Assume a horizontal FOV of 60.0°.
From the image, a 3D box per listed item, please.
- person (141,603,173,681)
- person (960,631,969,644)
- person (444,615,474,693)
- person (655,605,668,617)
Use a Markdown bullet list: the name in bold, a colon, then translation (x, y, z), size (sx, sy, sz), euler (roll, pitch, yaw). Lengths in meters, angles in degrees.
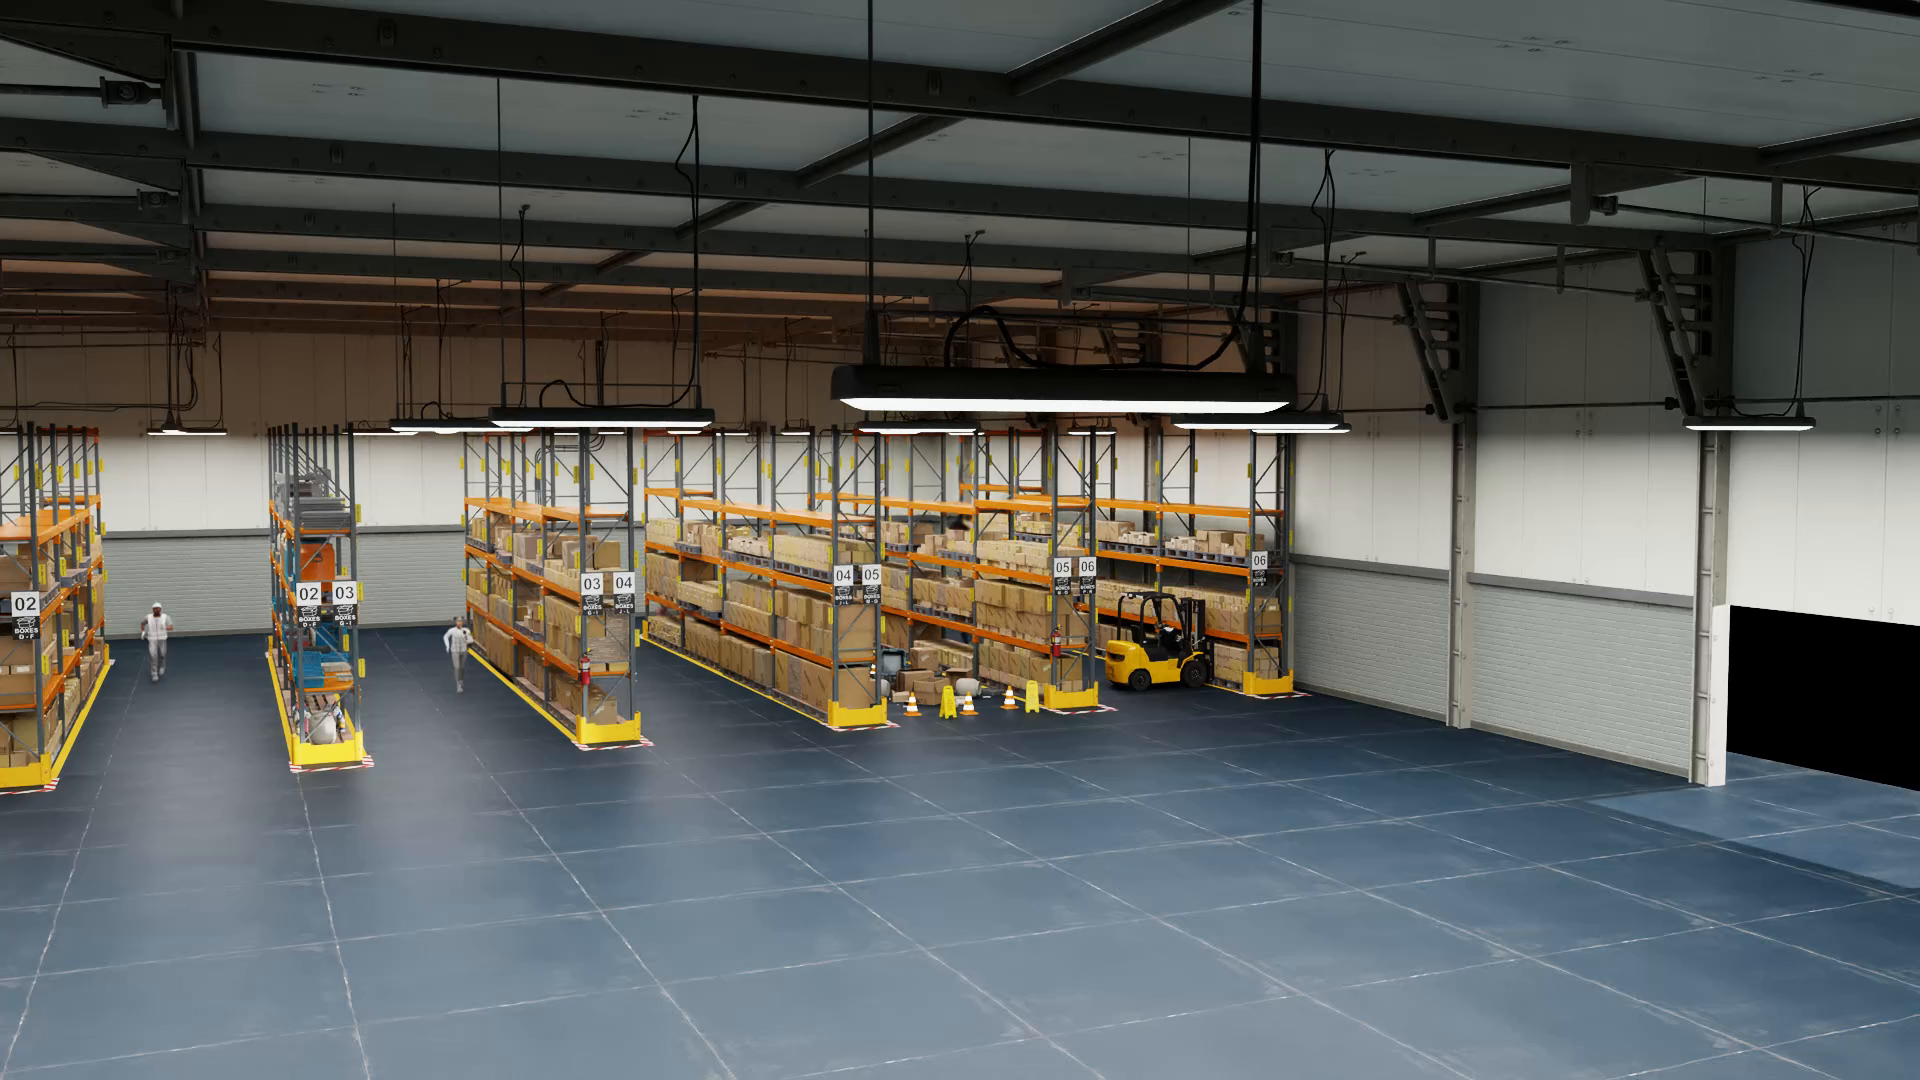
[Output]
- **person**: translation (-19.075, 2.390, 39.530), size (0.681, 1.807, 0.926), euler (-2, 4, -29)
- **person**: translation (0.097, 2.195, 44.612), size (0.517, 1.595, 0.638), euler (-2, 4, -29)
- **person**: translation (-11.343, 2.552, 37.692), size (0.604, 1.704, 0.915), euler (-2, 4, -28)
- **person**: translation (-8.772, 1.897, 49.095), size (0.605, 1.636, 0.606), euler (-2, 4, -31)
